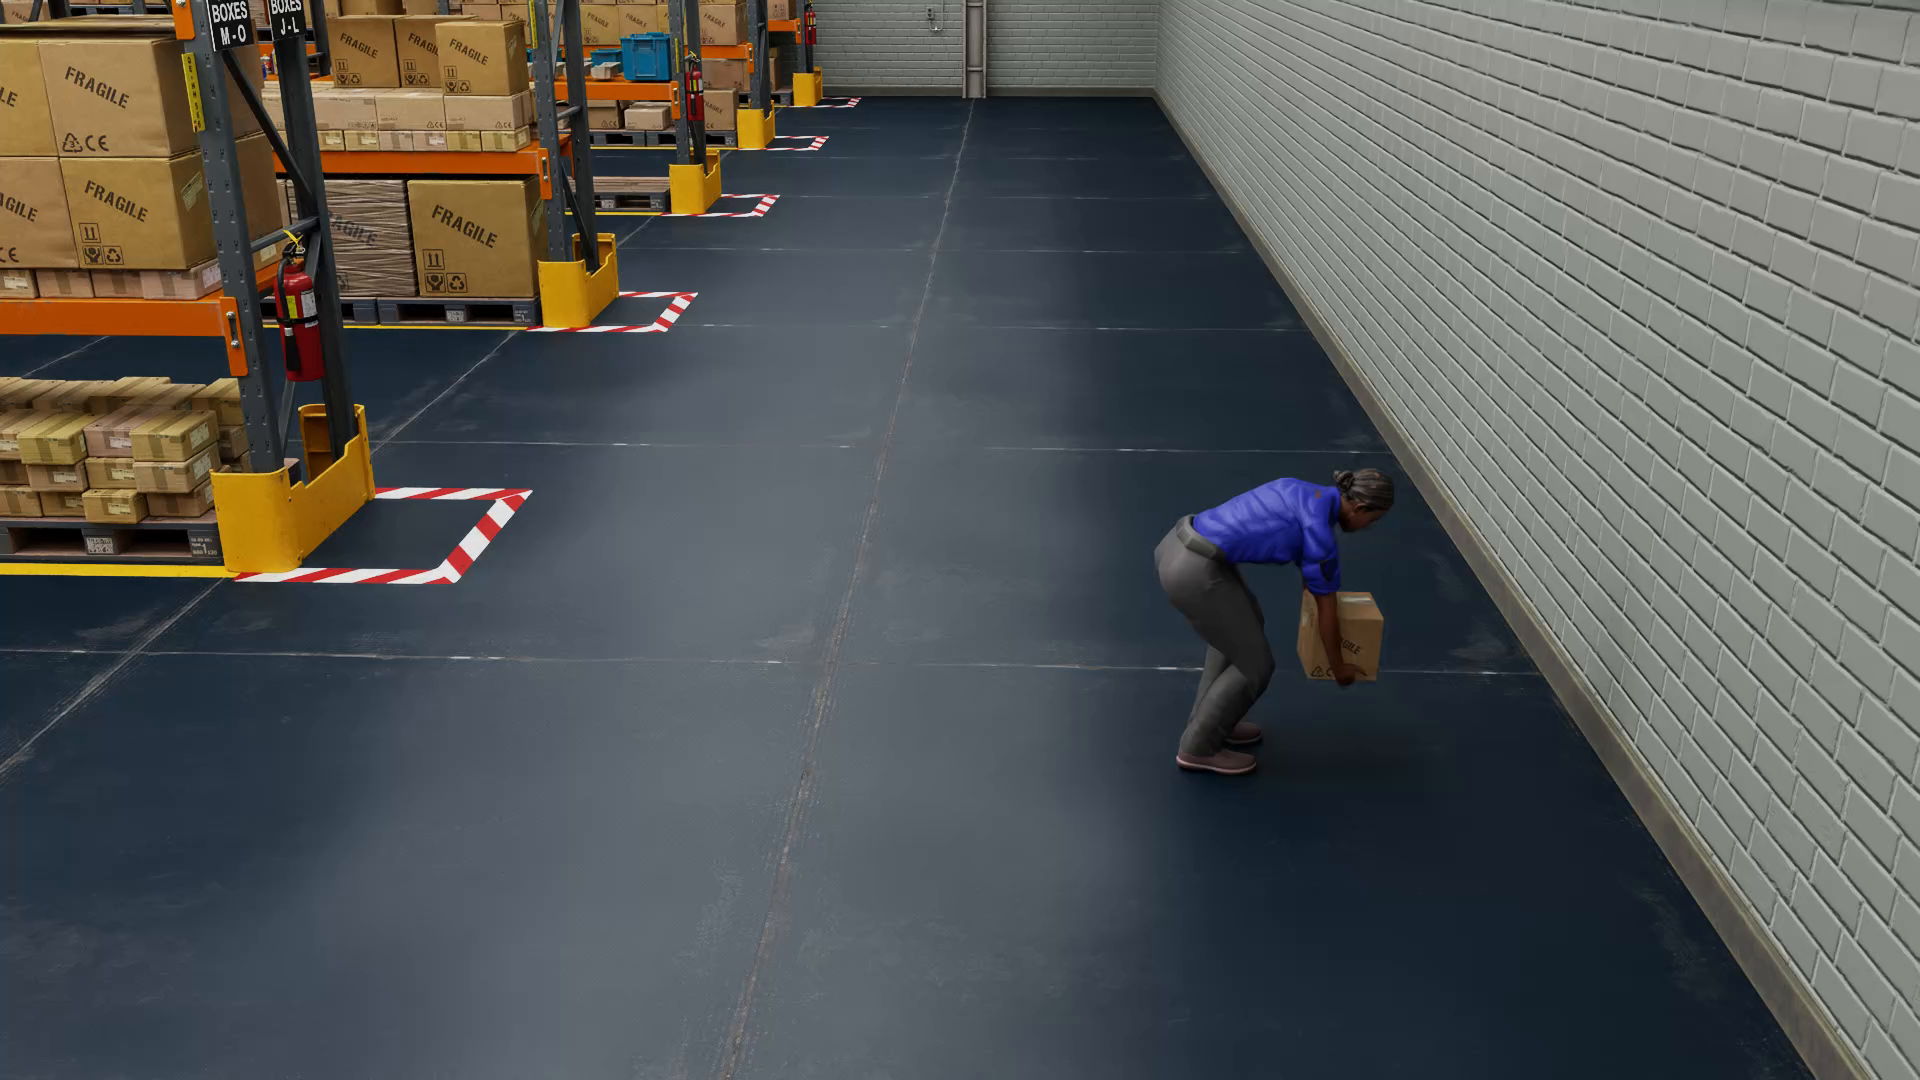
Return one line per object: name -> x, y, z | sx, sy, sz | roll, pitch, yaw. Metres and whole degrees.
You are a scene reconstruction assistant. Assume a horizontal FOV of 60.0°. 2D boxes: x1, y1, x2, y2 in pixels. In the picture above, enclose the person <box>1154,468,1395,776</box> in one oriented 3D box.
person -> 1.131, 0.283, 6.100 | 0.846, 1.126, 0.437 | 0, 21, -1
